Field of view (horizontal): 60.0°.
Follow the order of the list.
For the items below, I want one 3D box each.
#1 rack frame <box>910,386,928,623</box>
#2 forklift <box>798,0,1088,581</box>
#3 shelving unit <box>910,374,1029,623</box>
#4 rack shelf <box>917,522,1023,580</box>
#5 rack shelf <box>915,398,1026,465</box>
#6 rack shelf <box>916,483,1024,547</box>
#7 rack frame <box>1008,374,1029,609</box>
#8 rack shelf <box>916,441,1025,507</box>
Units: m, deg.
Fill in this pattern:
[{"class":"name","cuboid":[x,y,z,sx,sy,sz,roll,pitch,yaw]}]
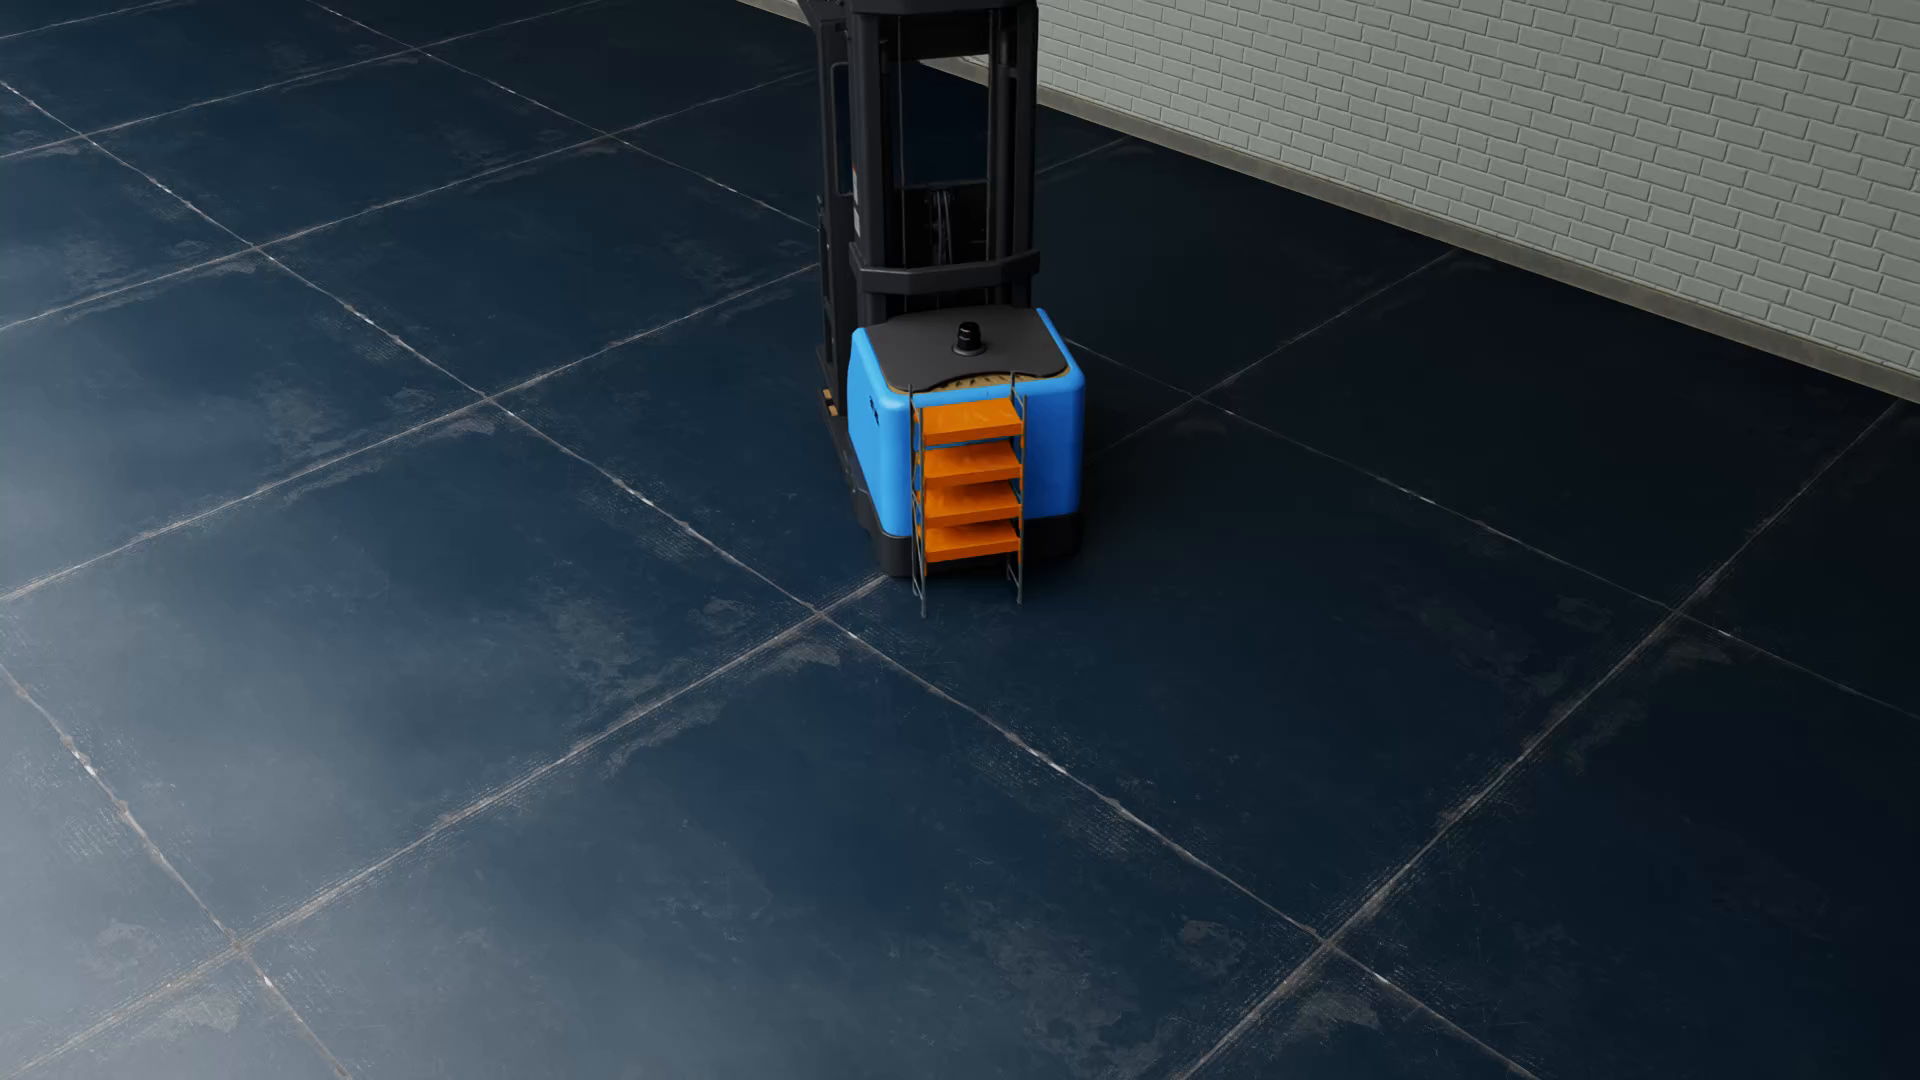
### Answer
[{"class":"rack frame","cuboid":[-0.194,-0.152,7.910,0.015,1.200,0.240,-8,36,-11]},{"class":"forklift","cuboid":[-0.205,-1.839,8.815,1.130,2.935,3.031,-8,36,-11]},{"class":"shelving unit","cuboid":[0.043,-0.185,7.957,0.503,1.200,0.258,-8,36,-11]},{"class":"rack shelf","cuboid":[0.043,0.033,8.109,0.480,0.148,0.258,-8,36,-11]},{"class":"rack shelf","cuboid":[0.043,-0.507,7.732,0.480,0.148,0.258,-8,36,-11]},{"class":"rack shelf","cuboid":[0.043,-0.130,7.995,0.480,0.148,0.258,-8,36,-11]},{"class":"rack frame","cuboid":[0.281,-0.217,8.003,0.015,1.200,0.240,-8,36,-11]},{"class":"rack shelf","cuboid":[0.043,-0.313,7.867,0.480,0.148,0.258,-8,36,-11]}]
